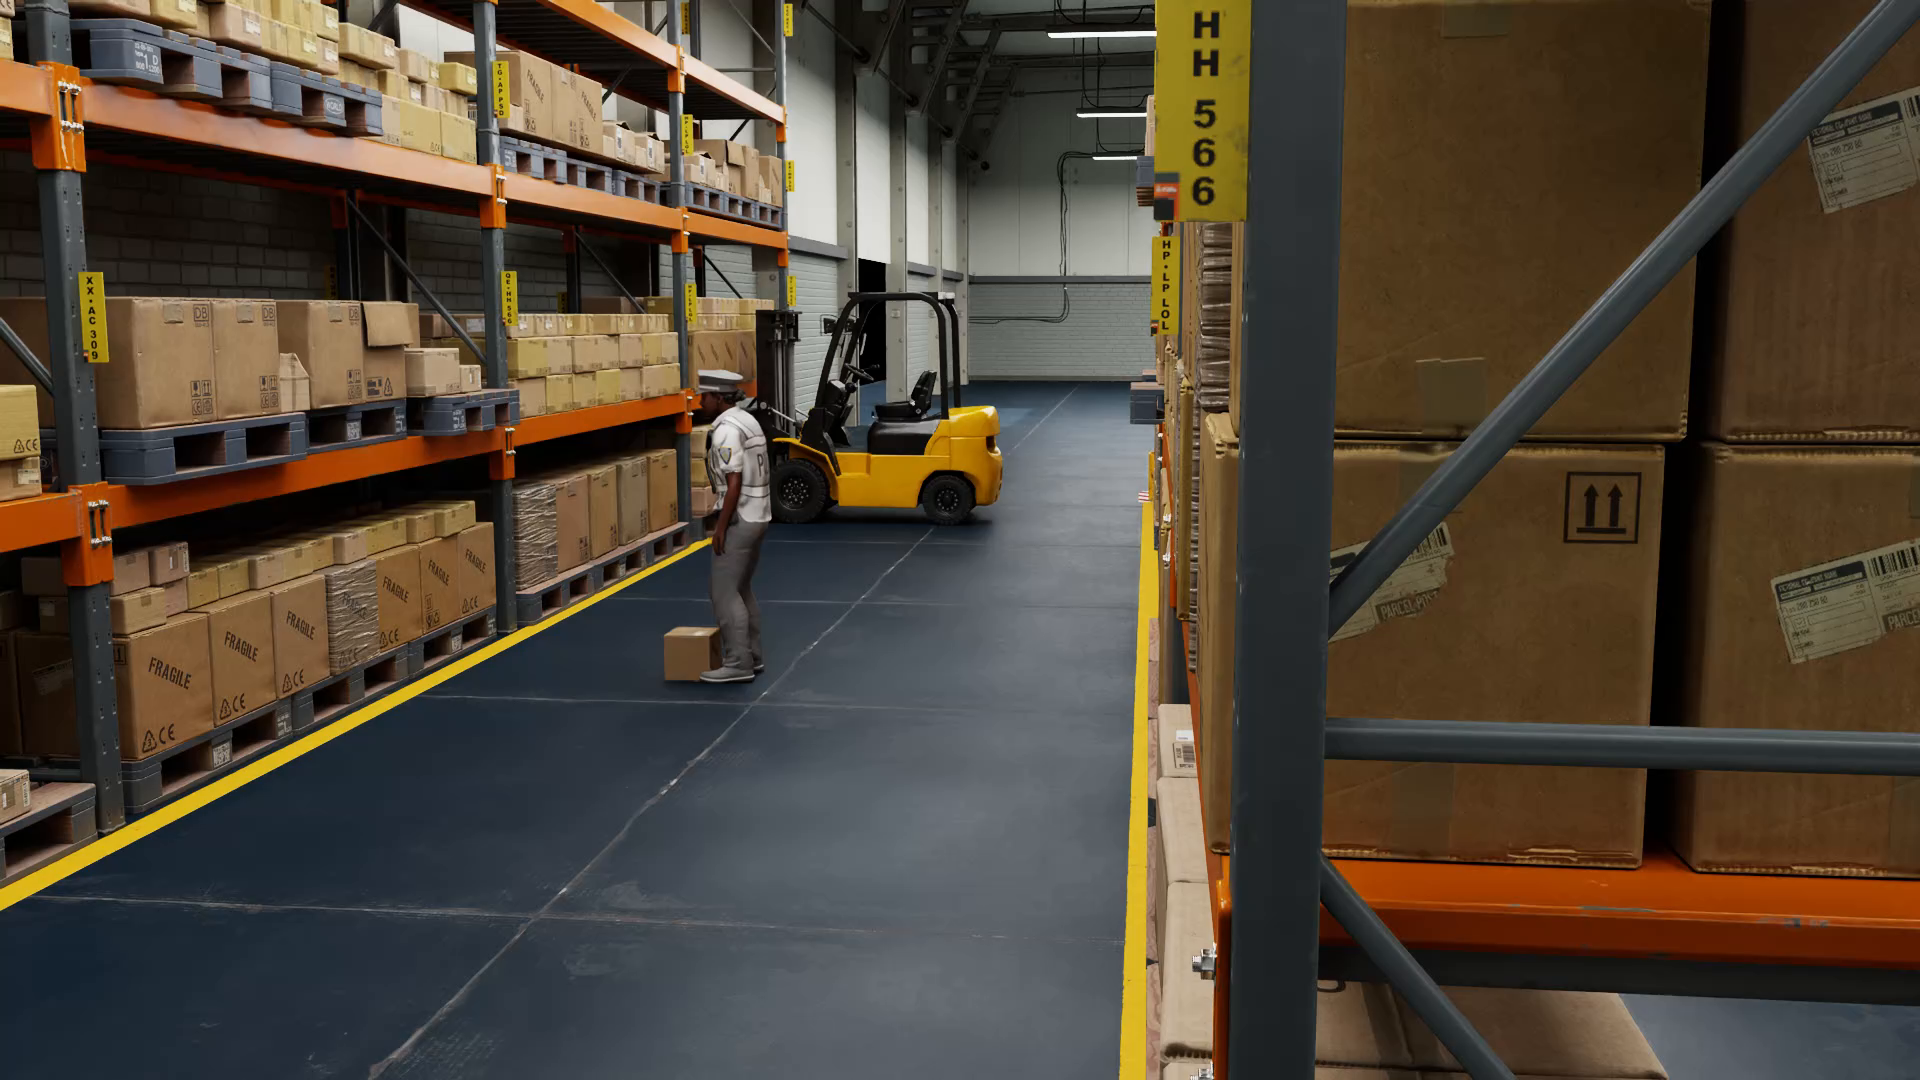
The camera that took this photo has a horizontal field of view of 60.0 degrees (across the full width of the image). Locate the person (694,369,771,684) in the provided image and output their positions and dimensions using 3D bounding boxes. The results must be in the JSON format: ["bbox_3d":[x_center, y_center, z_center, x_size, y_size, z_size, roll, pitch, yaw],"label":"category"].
[{"bbox_3d":[-1.207,-0.080,8.895,0.388,1.657,0.506,1,8,4],"label":"person"}]
